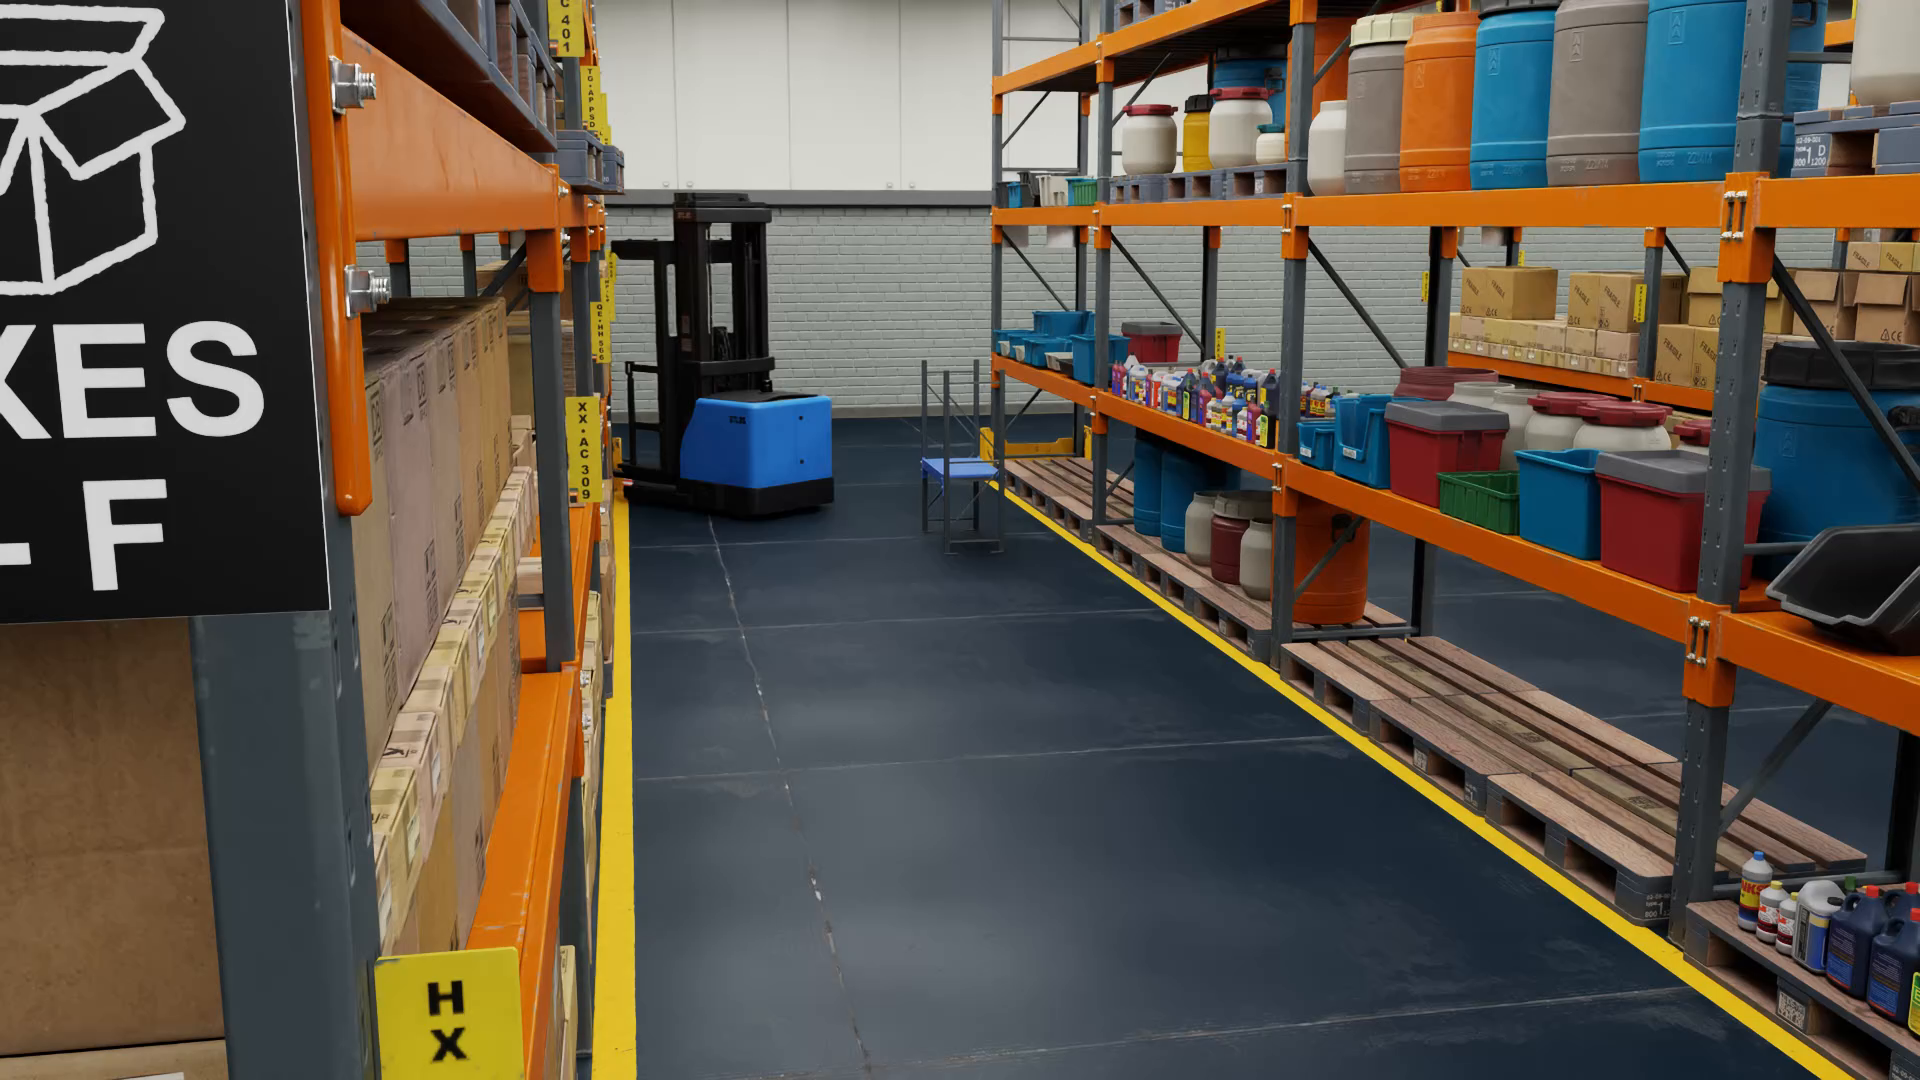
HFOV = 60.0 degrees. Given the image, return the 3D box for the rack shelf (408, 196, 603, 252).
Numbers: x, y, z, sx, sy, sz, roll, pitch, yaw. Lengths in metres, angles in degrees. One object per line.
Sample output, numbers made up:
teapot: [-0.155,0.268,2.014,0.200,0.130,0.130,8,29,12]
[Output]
rack shelf: [-2.863,-2.012,10.646,1.077,0.370,4.000,-2,11,-11]

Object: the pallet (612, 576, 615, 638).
pallet: [-2.816,0.483,11.093,1.003,0.211,1.213,-2,11,-11]

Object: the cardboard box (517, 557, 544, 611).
cardboard box: [-1.667,0.162,5.994,0.380,0.149,0.250,-2,11,-11]

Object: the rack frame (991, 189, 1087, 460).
rack frame: [0.830,-2.172,17.584,1.000,3.000,0.127,-2,11,-11]

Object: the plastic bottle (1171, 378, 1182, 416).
plastic bottle: [1.564,-1.024,11.896,0.097,0.271,0.097,0,11,0]

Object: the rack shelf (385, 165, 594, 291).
rack shelf: [-2.085,-1.278,6.792,1.077,0.370,4.000,-2,11,-11]

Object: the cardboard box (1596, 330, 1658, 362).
cardboard box: [6.123,-1.762,15.037,0.500,0.250,0.500,-2,11,-12]

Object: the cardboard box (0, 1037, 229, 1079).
cardboard box: [-0.783,0.495,1.572,0.380,0.149,0.250,-2,11,-11]

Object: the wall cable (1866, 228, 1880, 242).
wall cable: [14.289,-4.260,25.754,0.585,1.953,0.123,-2,11,-11]

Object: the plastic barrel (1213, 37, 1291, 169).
plastic barrel: [2.090,-3.057,11.747,0.600,0.901,0.708,-2,11,-11]

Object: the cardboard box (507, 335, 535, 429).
cardboard box: [-2.707,-0.892,9.469,0.700,0.500,0.500,-6,12,-30]

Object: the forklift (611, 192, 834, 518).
forklift: [-2.630,-1.847,16.063,3.031,2.935,1.130,9,14,40]

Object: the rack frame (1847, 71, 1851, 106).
rack frame: [10.573,-5.461,18.819,1.000,3.000,0.127,-2,11,-11]

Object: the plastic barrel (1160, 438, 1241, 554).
plastic barrel: [1.835,-0.383,12.676,0.600,0.901,0.708,-2,11,-11]

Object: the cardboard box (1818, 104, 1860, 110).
cardboard box: [6.826,-2.989,12.456,0.797,0.503,0.637,-2,11,-12]

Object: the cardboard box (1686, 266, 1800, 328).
cardboard box: [6.599,-2.043,13.958,0.797,0.503,0.637,-2,11,-12]

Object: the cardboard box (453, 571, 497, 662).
cardboard box: [-1.133,0.165,3.307,0.380,0.149,0.250,-2,11,-9]

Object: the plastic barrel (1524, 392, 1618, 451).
plastic barrel: [2.966,-0.435,8.095,0.433,0.535,0.433,0,11,0]

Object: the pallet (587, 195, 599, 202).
pallet: [-2.989,-2.328,10.883,1.213,0.211,1.003,-2,11,-11]

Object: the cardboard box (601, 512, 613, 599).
cardboard box: [-2.588,0.110,11.107,0.500,0.500,0.500,-3,11,-13]

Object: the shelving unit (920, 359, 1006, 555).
shelving unit: [0.017,-0.721,13.974,0.538,1.500,1.048,-2,11,-11]

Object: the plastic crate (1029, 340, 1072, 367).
plastic crate: [0.869,-1.765,15.735,0.416,0.233,0.300,-2,11,-11]

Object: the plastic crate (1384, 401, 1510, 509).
plastic crate: [2.400,-0.428,8.253,0.402,0.464,0.583,-2,11,-11]

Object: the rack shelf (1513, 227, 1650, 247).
rack shelf: [6.077,-3.105,16.390,1.077,0.370,4.000,-2,11,-11]

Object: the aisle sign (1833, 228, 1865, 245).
aisle sign: [10.265,-3.793,19.150,0.394,0.787,0.004,-2,11,-11]

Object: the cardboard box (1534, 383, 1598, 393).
cardboard box: [6.241,-1.070,16.353,0.875,0.875,0.875,-2,11,-11]

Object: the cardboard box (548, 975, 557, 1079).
cardboard box: [-1.204,1.246,3.855,0.500,0.500,0.500,-2,11,-11]

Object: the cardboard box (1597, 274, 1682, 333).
cardboard box: [6.115,-2.134,14.984,0.500,0.500,0.500,-2,11,-9]

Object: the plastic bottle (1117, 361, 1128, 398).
plastic bottle: [1.287,-1.273,13.177,0.061,0.283,0.133,-2,11,-11]

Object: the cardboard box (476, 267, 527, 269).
cardboard box: [-3.706,-1.976,13.615,0.500,0.500,0.500,-2,11,-12]

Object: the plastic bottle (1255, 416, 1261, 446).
plastic bottle: [1.884,-0.687,10.316,0.097,0.201,0.097,0,11,0]

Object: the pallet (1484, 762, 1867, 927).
pallet: [2.973,1.256,7.030,1.003,0.211,1.213,-2,11,-11]

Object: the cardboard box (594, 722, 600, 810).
cardboard box: [-1.831,0.988,7.213,0.500,0.250,0.500,-2,11,-10]

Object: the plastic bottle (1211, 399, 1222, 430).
plastic bottle: [1.726,-0.837,11.102,0.097,0.201,0.097,0,11,0]

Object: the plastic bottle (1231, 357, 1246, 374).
plastic bottle: [2.144,-1.223,12.733,0.144,0.351,0.185,-2,11,-11]

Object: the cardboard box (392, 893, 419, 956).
cardboard box: [-1.103,0.711,2.171,0.700,0.500,0.500,-2,11,-10]

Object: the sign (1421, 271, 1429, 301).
sign: [5.143,-2.797,18.341,0.100,0.325,0.005,-2,11,-11]

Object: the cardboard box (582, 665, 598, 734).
cardboard box: [-1.832,0.711,7.170,0.500,0.311,0.500,-2,11,-9]

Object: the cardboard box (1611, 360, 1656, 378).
cardboard box: [6.086,-1.539,14.930,0.380,0.149,0.250,-2,11,-11]

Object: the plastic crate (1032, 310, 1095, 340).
plastic crate: [1.078,-2.164,17.288,0.616,0.435,0.499,-2,11,-11]

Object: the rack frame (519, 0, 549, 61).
rack frame: [-1.696,-2.738,4.517,1.000,3.000,0.127,-2,11,-11]

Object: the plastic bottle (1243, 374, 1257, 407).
plastic bottle: [2.123,-1.080,12.190,0.097,0.271,0.097,0,11,0]

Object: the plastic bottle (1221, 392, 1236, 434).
plastic bottle: [1.764,-0.835,10.907,0.097,0.271,0.097,0,11,0]

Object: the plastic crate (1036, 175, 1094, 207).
plastic crate: [0.958,-3.169,15.120,0.437,0.282,0.530,-2,11,-11]

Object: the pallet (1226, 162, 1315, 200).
pallet: [2.333,-2.229,10.368,1.003,0.211,1.213,-2,11,-11]

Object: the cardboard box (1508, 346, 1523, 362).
cardboard box: [5.734,-1.869,16.666,0.380,0.149,0.250,-2,11,-12]

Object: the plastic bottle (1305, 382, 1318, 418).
plastic bottle: [2.439,-0.952,11.487,0.061,0.283,0.133,-2,11,-11]

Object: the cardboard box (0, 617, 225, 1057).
cardboard box: [-1.006,0.160,1.596,0.700,0.500,0.500,-2,11,-11]

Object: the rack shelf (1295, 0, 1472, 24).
rack shelf: [2.775,-2.735,7.491,1.077,0.370,4.000,-2,11,-11]

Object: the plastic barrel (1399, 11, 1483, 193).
plastic barrel: [2.460,-2.110,8.091,0.600,0.830,0.708,-2,11,-11]

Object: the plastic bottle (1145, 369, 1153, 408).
plastic bottle: [1.434,-1.135,12.449,0.061,0.283,0.133,-2,11,-11]

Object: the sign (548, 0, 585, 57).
sign: [-1.151,-1.578,4.849,0.100,0.325,0.005,-2,11,-11]

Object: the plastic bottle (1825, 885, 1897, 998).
plastic bottle: [2.914,1.278,5.370,0.144,0.351,0.185,-2,11,-9]
